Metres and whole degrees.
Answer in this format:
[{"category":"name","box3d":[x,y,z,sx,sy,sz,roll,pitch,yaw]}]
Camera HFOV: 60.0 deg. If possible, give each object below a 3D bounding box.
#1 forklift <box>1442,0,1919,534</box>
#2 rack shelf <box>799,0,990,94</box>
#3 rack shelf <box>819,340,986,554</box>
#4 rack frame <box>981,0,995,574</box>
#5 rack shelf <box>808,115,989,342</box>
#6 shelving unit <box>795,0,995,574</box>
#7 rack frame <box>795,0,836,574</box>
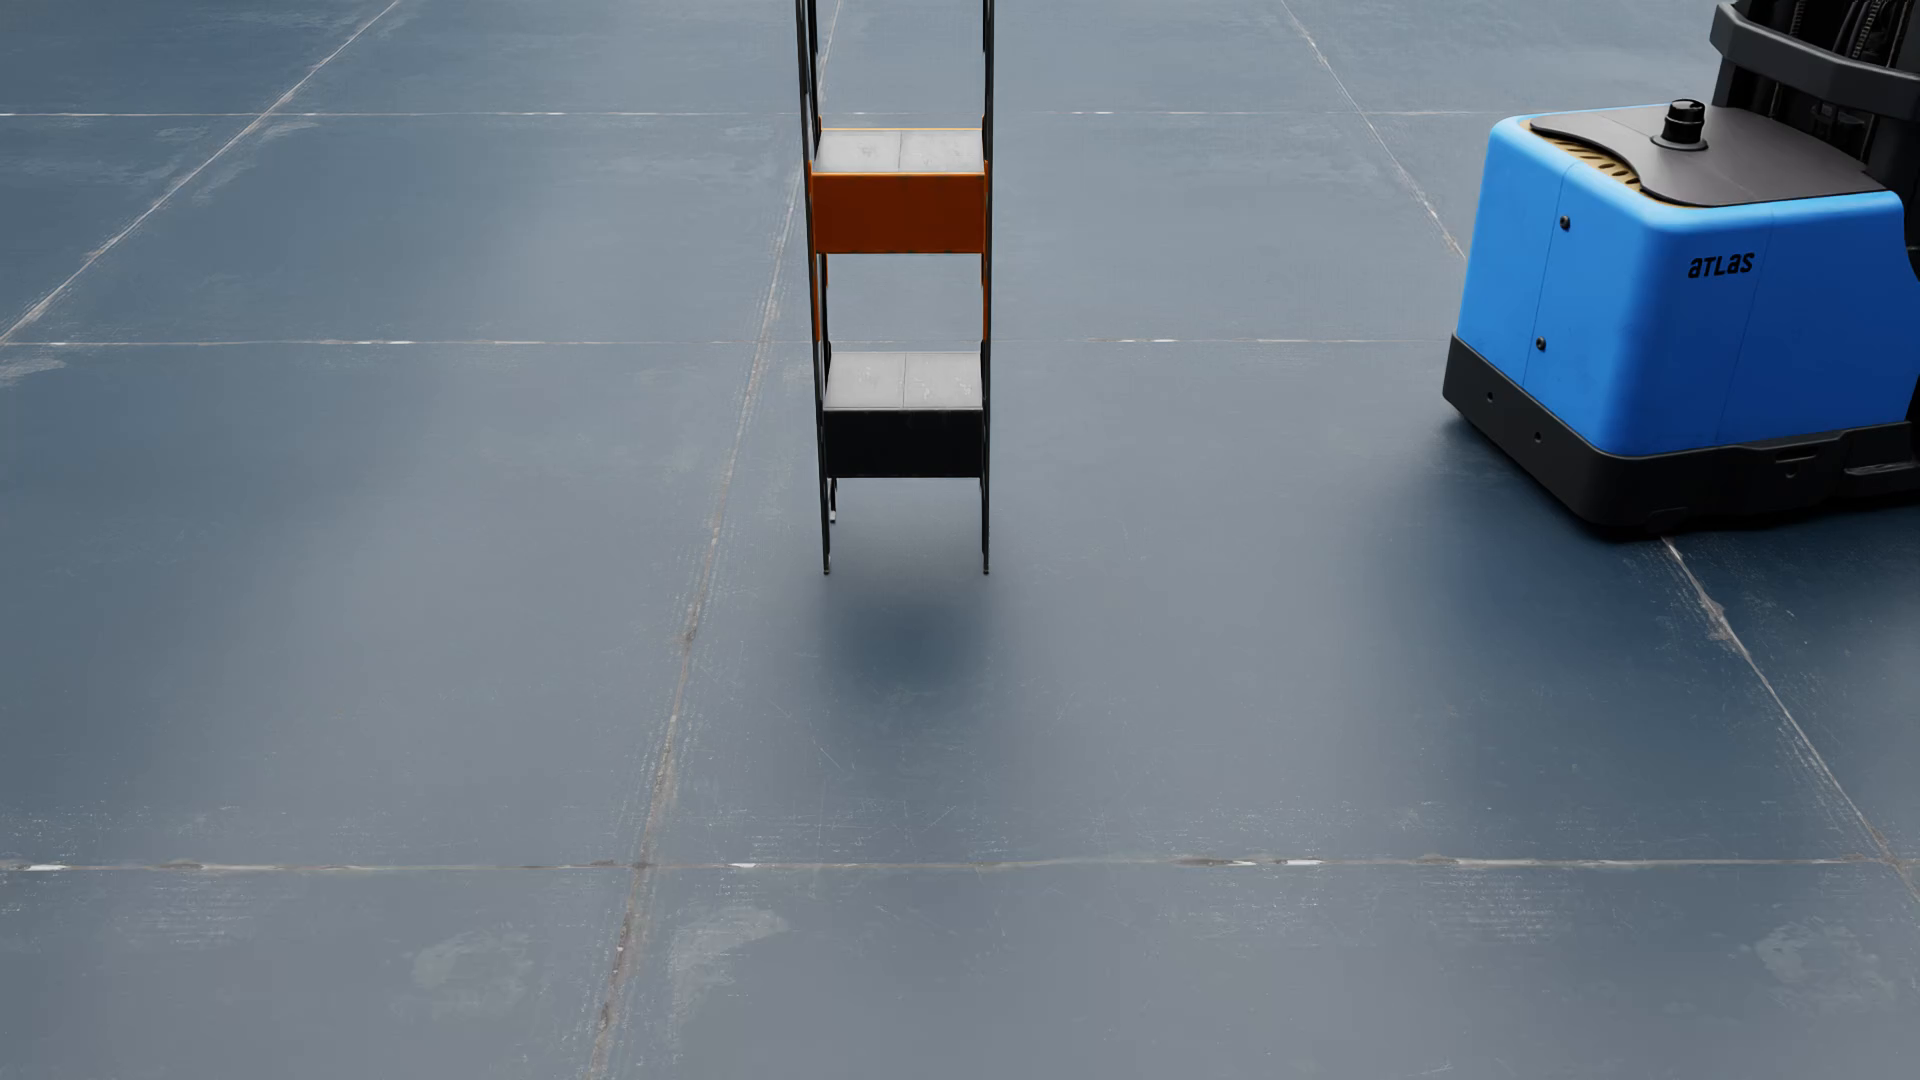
[{"category":"forklift","box3d":[3.305,-1.679,5.192,3.031,2.935,1.130,-8,32,-12]},{"category":"rack shelf","box3d":[-0.166,-1.484,4.348,0.480,0.518,0.431,0,31,0]},{"category":"rack shelf","box3d":[-0.166,-0.287,5.075,0.480,0.518,0.431,0,31,0]},{"category":"rack frame","box3d":[0.078,-0.898,4.706,0.015,2.100,0.400,0,31,0]},{"category":"rack shelf","box3d":[-0.166,-0.886,4.712,0.480,0.518,0.431,0,31,0]},{"category":"shelving unit","box3d":[-0.166,-0.897,4.704,0.503,2.100,0.431,0,31,0]},{"category":"rack frame","box3d":[-0.410,-0.896,4.703,0.015,2.100,0.400,0,31,0]}]
